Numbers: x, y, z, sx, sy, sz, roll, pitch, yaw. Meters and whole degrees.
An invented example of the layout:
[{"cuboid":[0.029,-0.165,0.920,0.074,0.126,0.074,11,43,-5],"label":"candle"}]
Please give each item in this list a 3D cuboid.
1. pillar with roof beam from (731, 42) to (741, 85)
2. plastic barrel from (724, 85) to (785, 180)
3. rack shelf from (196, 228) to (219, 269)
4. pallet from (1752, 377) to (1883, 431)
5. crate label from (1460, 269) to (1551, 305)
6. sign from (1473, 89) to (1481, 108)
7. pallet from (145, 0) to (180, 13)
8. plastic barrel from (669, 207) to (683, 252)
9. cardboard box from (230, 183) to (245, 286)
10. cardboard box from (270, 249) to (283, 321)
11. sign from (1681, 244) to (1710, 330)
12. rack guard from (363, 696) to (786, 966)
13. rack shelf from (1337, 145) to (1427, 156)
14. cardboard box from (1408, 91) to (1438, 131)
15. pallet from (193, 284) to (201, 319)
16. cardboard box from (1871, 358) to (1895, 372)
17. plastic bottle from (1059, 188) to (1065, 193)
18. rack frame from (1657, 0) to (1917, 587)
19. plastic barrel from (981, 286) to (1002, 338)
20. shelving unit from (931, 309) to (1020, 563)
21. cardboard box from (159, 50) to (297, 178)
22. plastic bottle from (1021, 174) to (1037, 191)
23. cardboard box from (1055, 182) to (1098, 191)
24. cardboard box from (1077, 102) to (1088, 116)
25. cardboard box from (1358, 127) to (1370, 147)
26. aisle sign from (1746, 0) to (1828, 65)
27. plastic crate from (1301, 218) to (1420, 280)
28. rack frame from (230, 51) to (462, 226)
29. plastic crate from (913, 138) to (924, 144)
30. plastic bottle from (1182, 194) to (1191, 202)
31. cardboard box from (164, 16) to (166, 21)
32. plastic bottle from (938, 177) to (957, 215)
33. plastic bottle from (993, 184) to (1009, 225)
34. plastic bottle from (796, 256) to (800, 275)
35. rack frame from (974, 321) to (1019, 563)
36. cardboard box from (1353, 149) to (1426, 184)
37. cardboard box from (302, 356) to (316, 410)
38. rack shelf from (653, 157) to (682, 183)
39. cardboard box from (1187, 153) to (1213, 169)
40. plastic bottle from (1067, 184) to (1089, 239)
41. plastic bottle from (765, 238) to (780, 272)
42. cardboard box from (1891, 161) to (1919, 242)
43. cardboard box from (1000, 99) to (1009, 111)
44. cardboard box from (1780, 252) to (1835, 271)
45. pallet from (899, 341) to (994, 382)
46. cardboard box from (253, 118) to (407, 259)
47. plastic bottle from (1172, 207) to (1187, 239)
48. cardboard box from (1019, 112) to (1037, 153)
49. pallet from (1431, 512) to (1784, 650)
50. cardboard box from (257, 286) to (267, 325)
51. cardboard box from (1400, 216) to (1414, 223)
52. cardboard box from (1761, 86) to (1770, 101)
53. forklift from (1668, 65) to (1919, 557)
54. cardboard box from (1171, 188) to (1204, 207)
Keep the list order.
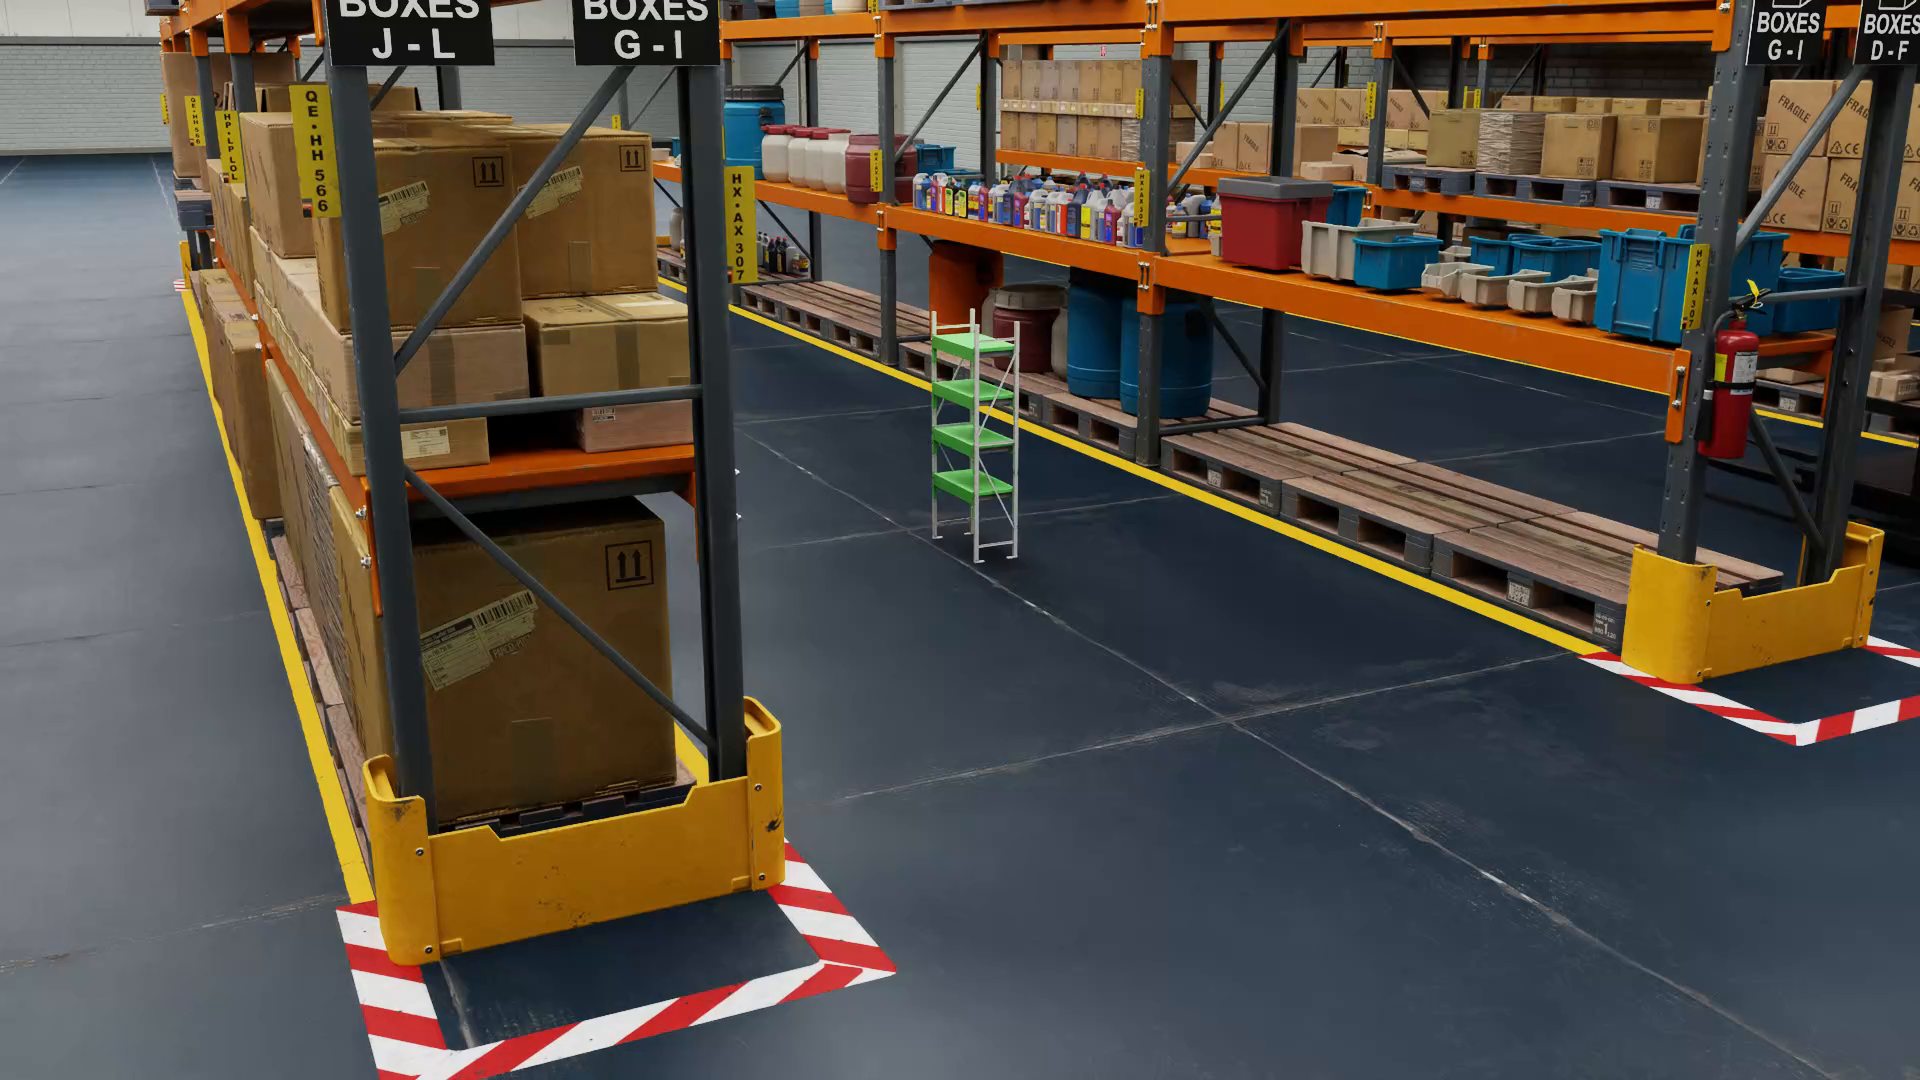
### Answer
[{"cuboid":[-10.706,-15.866,47.725,9.100,9.000,0.400,-8,18,-25],"label":"pillar with roof beam"},{"cuboid":[-2.034,-4.052,16.525,0.600,0.901,0.708,-8,18,-25],"label":"plastic barrel"},{"cuboid":[-5.507,-2.504,13.341,1.077,0.370,4.000,-8,18,-25],"label":"rack shelf"},{"cuboid":[6.328,-1.047,12.017,1.003,0.211,1.213,-8,18,-25],"label":"pallet"},{"cuboid":[2.548,-1.191,7.831,0.396,0.136,0.243,-8,18,-25],"label":"crate label"},{"cuboid":[6.490,-5.490,20.873,0.100,0.325,0.005,-8,18,-25],"label":"sign"},{"cuboid":[-5.752,-4.274,13.109,1.213,0.211,1.003,-8,18,-25],"label":"pallet"},{"cuboid":[-3.327,-3.788,20.261,0.421,0.512,0.421,0,16,0],"label":"plastic barrel"},{"cuboid":[-3.540,-1.616,8.764,0.500,0.500,0.500,-7,17,-23],"label":"cardboard box"},{"cuboid":[-2.463,-1.033,6.644,0.500,0.250,0.500,-7,18,-24],"label":"cardboard box"},{"cuboid":[2.838,-0.976,6.419,0.100,0.325,0.005,-8,18,-25],"label":"sign"},{"cuboid":[-1.116,0.838,4.926,1.175,0.500,0.348,-8,18,-25],"label":"rack guard"},{"cuboid":[6.098,-5.291,23.055,1.077,0.370,4.000,-8,18,-25],"label":"rack shelf"},{"cuboid":[6.266,-5.642,21.849,0.500,0.500,0.500,-8,18,-25],"label":"cardboard box"},{"cuboid":[-7.248,-2.470,16.976,1.003,0.211,1.213,-8,18,-25],"label":"pallet"},{"cuboid":[6.751,-1.206,11.887,0.380,0.149,0.250,-8,18,-25],"label":"cardboard box"},{"cuboid":[0.773,-2.575,12.646,0.097,0.201,0.097,0,16,0],"label":"plastic bottle"},{"cuboid":[3.326,-0.968,6.687,1.000,3.000,0.127,-8,18,-25],"label":"rack frame"},{"cuboid":[0.378,-1.710,13.019,0.421,0.512,0.421,0,16,0],"label":"plastic barrel"},{"cuboid":[0.072,-0.536,8.442,0.258,1.200,0.503,-8,18,-25],"label":"shelving unit"},{"cuboid":[-6.161,-3.622,14.084,1.000,1.000,1.000,-8,18,-25],"label":"cardboard box"},{"cuboid":[0.472,-2.450,11.939,0.144,0.351,0.185,-8,18,-25],"label":"plastic bottle"},{"cuboid":[1.460,-4.242,20.958,0.500,0.500,0.500,-8,18,-25],"label":"cardboard box"},{"cuboid":[1.656,-5.258,20.278,0.380,0.149,0.250,-7,17,-23],"label":"cardboard box"},{"cuboid":[5.828,-5.531,22.824,0.500,0.250,0.500,-7,18,-24],"label":"cardboard box"},{"cuboid":[3.094,-2.165,6.143,0.394,0.787,0.004,-8,18,-25],"label":"aisle sign"},{"cuboid":[2.077,-1.531,8.755,0.437,0.282,0.530,-8,18,-25],"label":"plastic crate"},{"cuboid":[-2.879,-1.362,8.058,1.000,3.000,0.127,-8,18,-25],"label":"rack frame"},{"cuboid":[-0.612,-3.420,15.116,0.402,0.464,0.583,-8,18,-25],"label":"plastic crate"},{"cuboid":[1.527,-2.182,11.150,0.097,0.271,0.097,0,16,0],"label":"plastic bottle"},{"cuboid":[-7.480,-5.177,16.188,0.500,0.250,0.500,-7,17,-23],"label":"cardboard box"},{"cuboid":[-0.077,-2.631,12.707,0.152,0.276,0.135,-8,18,-25],"label":"plastic bottle"},{"cuboid":[0.328,-2.402,11.909,0.152,0.276,0.135,-8,18,-25],"label":"plastic bottle"},{"cuboid":[-1.721,-2.967,17.929,0.097,0.201,0.097,0,16,0],"label":"plastic bottle"},{"cuboid":[0.179,-0.475,8.231,0.240,1.200,0.015,-8,18,-25],"label":"rack frame"},{"cuboid":[4.155,-3.602,16.027,0.500,0.311,0.500,-6,17,-21],"label":"cardboard box"},{"cuboid":[-2.027,-0.551,5.687,0.380,0.149,0.250,-8,18,-26],"label":"cardboard box"},{"cuboid":[-2.807,-4.094,18.883,1.077,0.370,4.000,-8,18,-25],"label":"rack shelf"},{"cuboid":[2.728,-4.176,18.322,0.380,0.149,0.250,-8,18,-25],"label":"cardboard box"},{"cuboid":[0.796,-2.171,10.966,0.144,0.351,0.185,-8,18,-25],"label":"plastic bottle"},{"cuboid":[-2.041,-3.115,18.172,0.144,0.351,0.185,-8,18,-25],"label":"plastic bottle"},{"cuboid":[6.450,-2.196,10.783,0.500,0.500,0.500,-8,18,-25],"label":"cardboard box"},{"cuboid":[0.749,-5.770,22.062,0.380,0.149,0.250,-8,18,-25],"label":"cardboard box"},{"cuboid":[8.931,-3.120,17.320,0.750,0.750,0.750,-8,18,-26],"label":"cardboard box"},{"cuboid":[0.204,-1.421,13.321,1.003,0.211,1.213,-8,18,-25],"label":"pallet"},{"cuboid":[-2.458,-1.392,6.536,0.500,0.500,0.500,-8,18,-27],"label":"cardboard box"},{"cuboid":[1.449,-2.097,10.979,0.097,0.201,0.097,0,16,0],"label":"plastic bottle"},{"cuboid":[1.198,-5.335,21.721,0.700,0.500,0.500,-7,17,-23],"label":"cardboard box"},{"cuboid":[2.999,0.163,7.801,1.003,0.211,1.213,-8,18,-25],"label":"pallet"},{"cuboid":[-2.933,-1.062,7.470,0.380,0.149,0.250,-8,18,-27],"label":"cardboard box"},{"cuboid":[6.292,-4.381,22.951,0.380,0.149,0.250,-9,18,-29],"label":"cardboard box"},{"cuboid":[8.549,-4.802,17.893,0.380,0.149,0.250,-10,19,-32],"label":"cardboard box"},{"cuboid":[5.111,-1.397,8.306,1.130,2.935,3.031,-7,17,-23],"label":"forklift"},{"cuboid":[2.601,-3.935,19.889,0.500,0.500,0.500,-8,18,-25],"label":"cardboard box"}]
